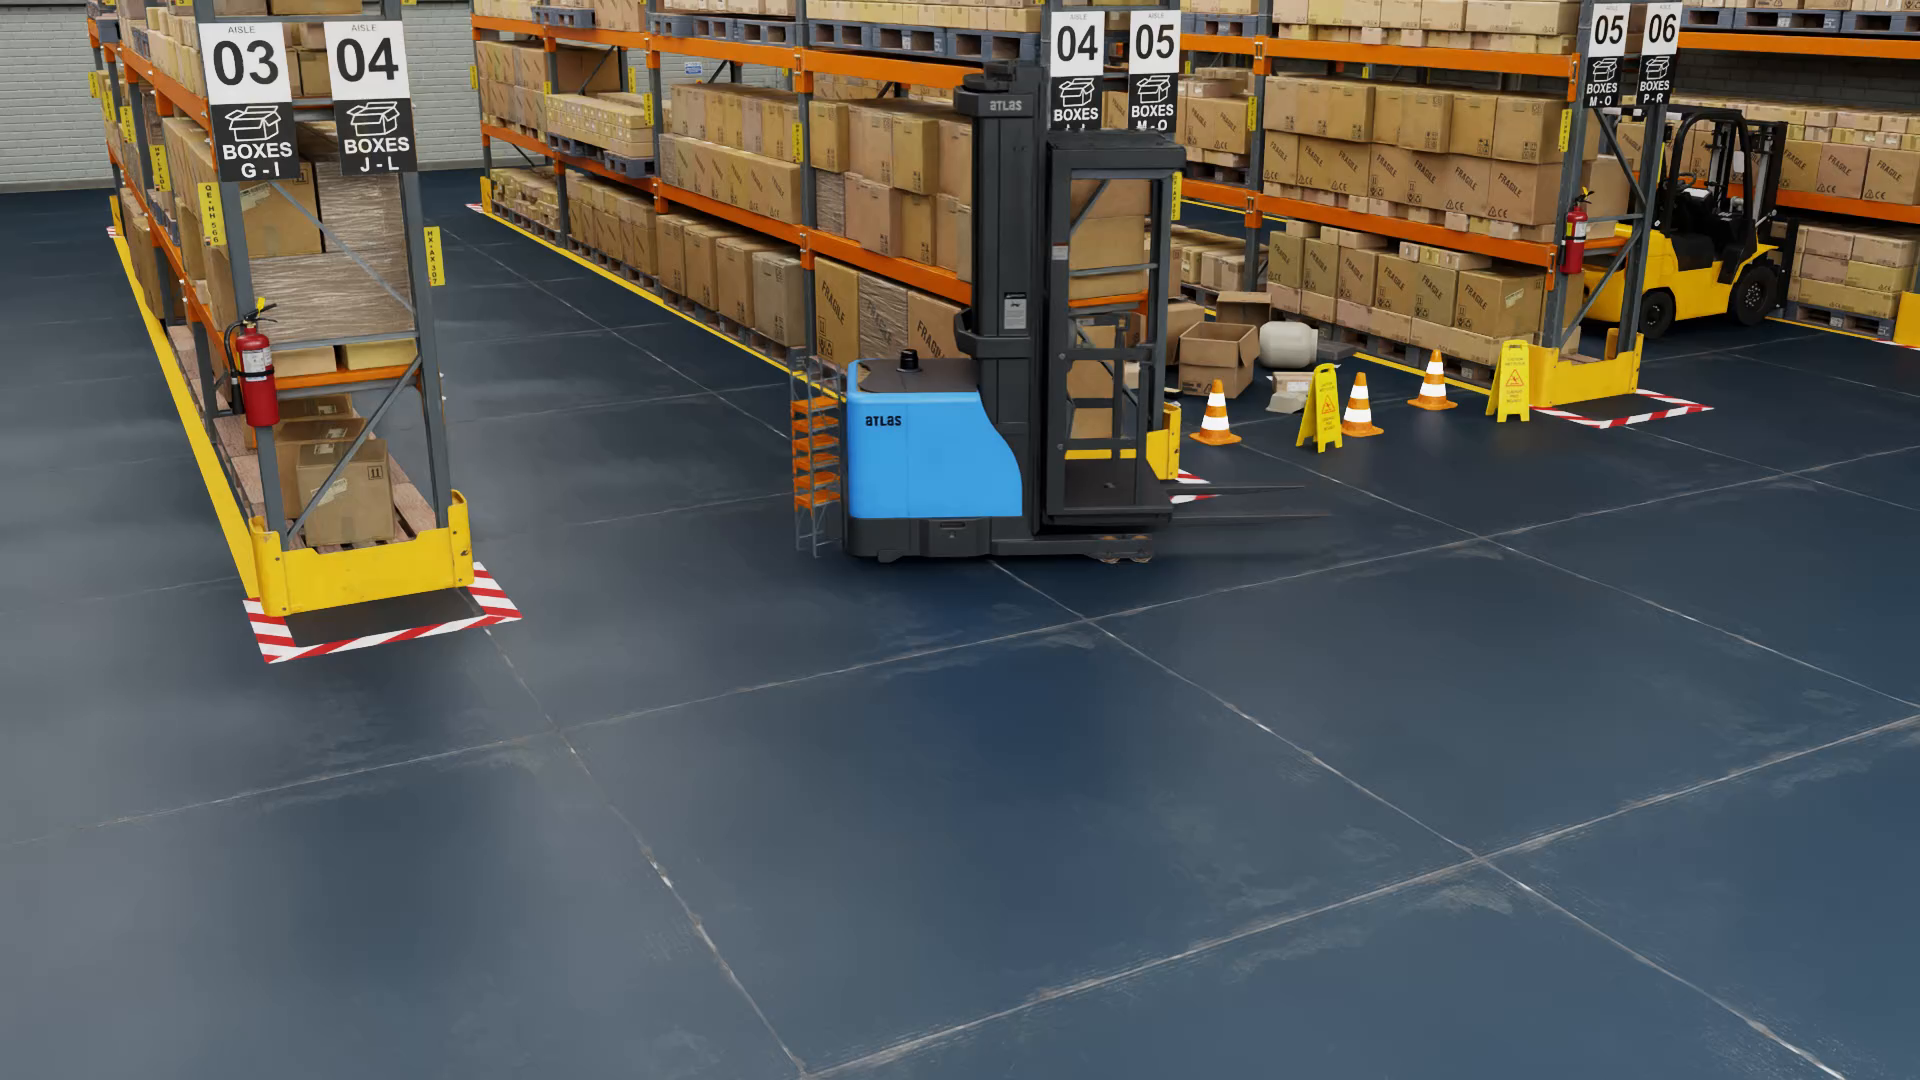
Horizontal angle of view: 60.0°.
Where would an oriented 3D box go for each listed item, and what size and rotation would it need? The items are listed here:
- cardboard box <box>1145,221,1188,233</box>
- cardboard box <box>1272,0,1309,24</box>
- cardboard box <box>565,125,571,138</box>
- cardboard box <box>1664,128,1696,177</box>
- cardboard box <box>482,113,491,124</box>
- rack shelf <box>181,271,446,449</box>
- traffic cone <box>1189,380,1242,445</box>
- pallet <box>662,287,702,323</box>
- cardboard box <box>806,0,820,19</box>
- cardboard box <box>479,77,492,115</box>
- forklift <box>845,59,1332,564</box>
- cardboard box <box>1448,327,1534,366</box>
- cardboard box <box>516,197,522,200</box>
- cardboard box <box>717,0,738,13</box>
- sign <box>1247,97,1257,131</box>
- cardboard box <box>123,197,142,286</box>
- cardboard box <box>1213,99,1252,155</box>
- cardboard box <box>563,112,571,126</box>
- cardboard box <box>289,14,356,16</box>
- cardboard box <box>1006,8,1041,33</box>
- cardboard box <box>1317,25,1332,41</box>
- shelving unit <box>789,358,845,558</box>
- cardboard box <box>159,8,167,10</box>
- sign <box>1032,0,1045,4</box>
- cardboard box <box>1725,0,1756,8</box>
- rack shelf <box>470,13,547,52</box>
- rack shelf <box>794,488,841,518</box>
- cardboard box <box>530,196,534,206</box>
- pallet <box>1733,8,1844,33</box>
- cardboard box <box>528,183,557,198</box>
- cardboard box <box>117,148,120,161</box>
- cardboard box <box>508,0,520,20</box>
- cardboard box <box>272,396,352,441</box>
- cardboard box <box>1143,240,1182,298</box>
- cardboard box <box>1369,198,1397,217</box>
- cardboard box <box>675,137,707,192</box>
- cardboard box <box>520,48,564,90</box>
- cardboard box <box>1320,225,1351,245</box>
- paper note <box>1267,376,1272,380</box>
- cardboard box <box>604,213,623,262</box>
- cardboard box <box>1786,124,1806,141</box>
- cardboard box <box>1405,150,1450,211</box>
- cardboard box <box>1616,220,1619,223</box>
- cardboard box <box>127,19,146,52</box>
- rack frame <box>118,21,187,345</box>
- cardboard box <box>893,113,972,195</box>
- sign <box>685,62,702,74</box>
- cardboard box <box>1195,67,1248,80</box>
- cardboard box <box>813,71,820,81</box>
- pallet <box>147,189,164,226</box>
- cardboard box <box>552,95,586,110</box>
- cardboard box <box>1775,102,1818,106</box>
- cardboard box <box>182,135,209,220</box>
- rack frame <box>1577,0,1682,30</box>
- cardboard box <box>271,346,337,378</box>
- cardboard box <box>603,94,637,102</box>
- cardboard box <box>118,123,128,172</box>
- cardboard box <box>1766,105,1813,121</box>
[{"bbox_3d":[2.111,-3.507,19.582,0.950,0.372,0.625,-10,22,-28],"label":"cardboard box"},{"bbox_3d":[3.362,-5.096,15.977,0.500,0.250,0.500,-10,22,-28],"label":"cardboard box"},{"bbox_3d":[-4.561,-4.950,20.120,0.380,0.149,0.250,-10,21,-26],"label":"cardboard box"},{"bbox_3d":[8.003,-4.280,18.282,0.500,0.500,0.500,-10,21,-26],"label":"cardboard box"},{"bbox_3d":[-6.748,-6.164,24.281,0.380,0.149,0.250,-10,21,-27],"label":"cardboard box"},{"bbox_3d":[-4.378,-1.328,10.984,1.077,0.370,4.000,-10,21,-27],"label":"rack shelf"},{"bbox_3d":[1.982,-1.006,12.839,0.336,0.463,0.334,-10,21,-27],"label":"traffic cone"},{"bbox_3d":[-2.506,-2.574,17.766,1.003,0.211,1.213,-10,21,-27],"label":"pallet"},{"bbox_3d":[-1.041,-4.369,13.685,0.380,0.149,0.250,-10,22,-28],"label":"cardboard box"},{"bbox_3d":[-6.643,-6.443,24.094,0.500,0.500,0.500,-9,21,-24],"label":"cardboard box"},{"bbox_3d":[0.800,-1.413,10.232,3.031,2.935,1.130,-1,19,-3],"label":"forklift"},{"bbox_3d":[4.661,-1.725,14.603,0.500,0.250,0.500,-10,21,-27],"label":"cardboard box"},{"bbox_3d":[-6.096,-4.796,23.658,0.380,0.149,0.250,-10,21,-27],"label":"cardboard box"},{"bbox_3d":[-1.941,-5.072,15.473,0.500,0.311,0.500,-11,22,-29],"label":"cardboard box"},{"bbox_3d":[2.907,-4.238,16.538,0.100,0.325,0.005,-10,21,-27],"label":"sign"},{"bbox_3d":[-8.380,-3.296,18.198,1.225,0.875,0.875,-11,22,-29],"label":"cardboard box"},{"bbox_3d":[2.972,-4.261,17.127,0.500,0.500,0.500,-10,22,-28],"label":"cardboard box"},{"bbox_3d":[-4.560,-5.091,20.073,0.380,0.149,0.250,-11,22,-29],"label":"cardboard box"},{"bbox_3d":[-3.689,-2.976,9.679,0.380,0.149,0.250,-9,21,-24],"label":"cardboard box"},{"bbox_3d":[0.529,-3.421,10.937,0.380,0.149,0.250,-10,21,-27],"label":"cardboard box"},{"bbox_3d":[3.616,-4.811,15.762,0.380,0.149,0.250,-10,21,-27],"label":"cardboard box"},{"bbox_3d":[-0.876,-0.501,10.243,0.258,1.200,0.189,-16,24,-37],"label":"shelving unit"},{"bbox_3d":[-5.258,-3.571,11.401,0.380,0.149,0.250,-11,22,-29],"label":"cardboard box"},{"bbox_3d":[0.501,-3.552,10.493,0.100,0.325,0.005,-10,21,-27],"label":"sign"},{"bbox_3d":[8.198,-5.674,17.287,0.396,0.266,0.258,-11,22,-28],"label":"cardboard box"},{"bbox_3d":[-5.663,-6.930,22.621,1.077,0.370,4.000,-10,21,-27],"label":"rack shelf"},{"bbox_3d":[-0.875,-0.232,10.336,0.258,0.103,0.180,-16,24,-37],"label":"rack shelf"},{"bbox_3d":[-5.706,-4.698,22.918,0.380,0.149,0.250,-11,22,-29],"label":"cardboard box"},{"bbox_3d":[8.763,-5.333,17.024,1.003,0.211,1.213,-10,21,-27],"label":"pallet"},{"bbox_3d":[-5.657,-4.760,22.641,0.380,0.149,0.250,-11,22,-29],"label":"cardboard box"},{"bbox_3d":[-9.682,-4.531,19.548,0.380,0.149,0.250,-10,21,-26],"label":"cardboard box"},{"bbox_3d":[-5.653,-7.015,21.994,0.500,0.250,0.500,-10,22,-27],"label":"cardboard box"},{"bbox_3d":[-4.305,-0.642,11.081,0.500,0.500,0.500,-8,21,-22],"label":"cardboard box"},{"bbox_3d":[1.841,-2.669,16.440,0.500,0.500,0.500,-10,21,-27],"label":"cardboard box"},{"bbox_3d":[4.004,-3.082,15.349,0.380,0.149,0.250,-10,21,-27],"label":"cardboard box"},{"bbox_3d":[-2.595,-3.861,17.068,0.500,0.500,0.500,-10,22,-27],"label":"cardboard box"},{"bbox_3d":[-5.425,-6.179,21.798,0.500,0.500,0.500,-11,22,-28],"label":"cardboard box"},{"bbox_3d":[3.688,-2.933,15.961,0.380,0.149,0.250,-9,21,-25],"label":"cardboard box"},{"bbox_3d":[2.821,-1.450,14.805,0.148,0.019,0.142,-3,19,-8],"label":"paper note"},{"bbox_3d":[-3.865,-3.594,19.637,0.500,0.500,0.500,-11,22,-29],"label":"cardboard box"},{"bbox_3d":[8.618,-4.173,16.980,0.380,0.149,0.250,-10,21,-26],"label":"cardboard box"},{"bbox_3d":[4.325,-3.219,14.751,0.500,0.500,0.500,-10,21,-27],"label":"cardboard box"},{"bbox_3d":[7.714,-3.731,18.884,0.500,0.250,0.500,-10,22,-27],"label":"cardboard box"},{"bbox_3d":[-6.732,-4.270,14.038,0.500,0.250,0.500,-9,21,-26],"label":"cardboard box"},{"bbox_3d":[-7.227,-3.390,15.859,1.000,3.000,0.127,-10,21,-27],"label":"rack frame"},{"bbox_3d":[-0.012,-2.984,12.797,0.875,0.550,0.500,-10,21,-27],"label":"cardboard box"},{"bbox_3d":[-5.074,-8.975,31.628,0.327,0.218,0.001,-10,21,-27],"label":"sign"},{"bbox_3d":[3.994,-6.916,25.278,0.700,0.500,0.500,-9,21,-25],"label":"cardboard box"},{"bbox_3d":[-2.076,-7.413,25.829,0.500,0.500,0.500,-11,22,-28],"label":"cardboard box"},{"bbox_3d":[-6.795,-3.112,15.345,1.213,0.211,1.003,-10,21,-27],"label":"pallet"},{"bbox_3d":[-4.793,-5.376,20.441,0.380,0.149,0.250,-9,21,-25],"label":"cardboard box"},{"bbox_3d":[8.850,-4.547,17.605,0.380,0.149,0.250,-9,21,-25],"label":"cardboard box"},{"bbox_3d":[-4.615,-2.305,10.572,0.500,0.500,0.500,-10,21,-27],"label":"cardboard box"},{"bbox_3d":[5.293,-5.465,12.673,1.000,3.000,0.127,-10,21,-27],"label":"rack frame"},{"bbox_3d":[-3.745,-1.025,9.389,0.380,0.149,0.250,-10,21,-27],"label":"cardboard box"},{"bbox_3d":[-4.223,-5.477,20.735,0.380,0.149,0.250,-11,22,-28],"label":"cardboard box"},{"bbox_3d":[-9.128,-4.415,18.675,0.500,0.500,0.500,-10,21,-26],"label":"cardboard box"},{"bbox_3d":[8.571,-4.403,17.189,0.380,0.149,0.250,-10,21,-26],"label":"cardboard box"}]
